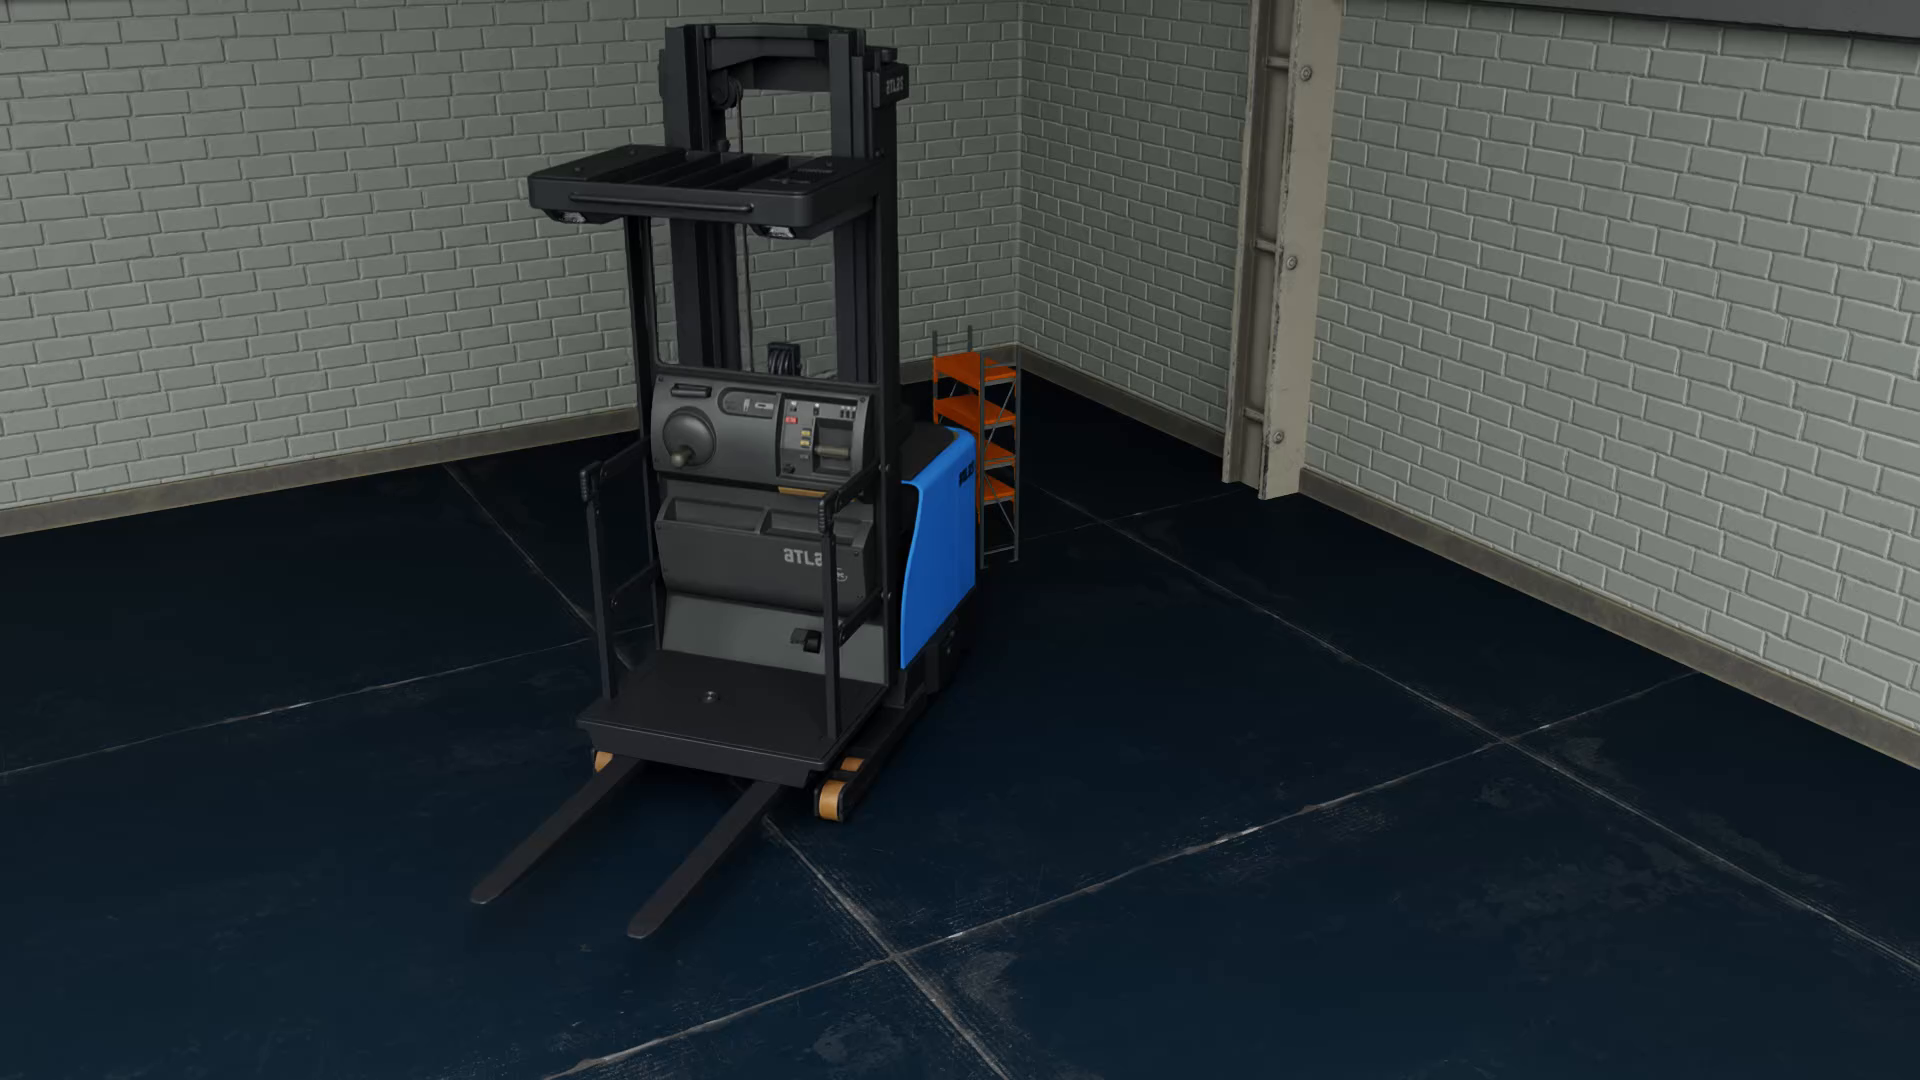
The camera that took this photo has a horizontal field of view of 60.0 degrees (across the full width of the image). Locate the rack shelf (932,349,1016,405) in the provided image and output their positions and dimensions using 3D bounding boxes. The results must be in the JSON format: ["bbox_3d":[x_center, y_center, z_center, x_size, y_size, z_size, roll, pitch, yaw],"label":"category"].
[{"bbox_3d":[0.085,-0.866,8.806,0.258,0.148,0.480,-13,25,-28],"label":"rack shelf"}]

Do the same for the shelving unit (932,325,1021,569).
[{"bbox_3d":[0.085,-0.502,8.954,0.258,1.200,0.503,-13,25,-28],"label":"shelving unit"}]

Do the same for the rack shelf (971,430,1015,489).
[{"bbox_3d":[0.085,-0.440,8.979,0.258,0.148,0.480,-13,25,-28],"label":"rack shelf"}]

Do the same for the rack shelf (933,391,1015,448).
[{"bbox_3d":[0.085,-0.647,8.895,0.258,0.148,0.480,-13,25,-28],"label":"rack shelf"}]

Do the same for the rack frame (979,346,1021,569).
[{"bbox_3d":[0.209,-0.423,8.759,0.240,1.200,0.015,-13,25,-28],"label":"rack frame"}]

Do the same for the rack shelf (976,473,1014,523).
[{"bbox_3d":[0.085,-0.256,9.054,0.258,0.148,0.480,-13,25,-28],"label":"rack shelf"}]

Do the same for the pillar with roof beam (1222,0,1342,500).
[{"bbox_3d":[-1.865,-3.672,6.394,9.100,9.000,0.400,-13,25,-28],"label":"pillar with roof beam"}]

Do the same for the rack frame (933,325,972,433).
[{"bbox_3d":[-0.040,-0.581,9.148,0.240,1.200,0.015,-13,25,-28],"label":"rack frame"}]

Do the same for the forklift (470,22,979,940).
[{"bbox_3d":[-0.871,-0.417,6.444,1.130,2.935,3.031,7,23,18],"label":"forklift"}]
